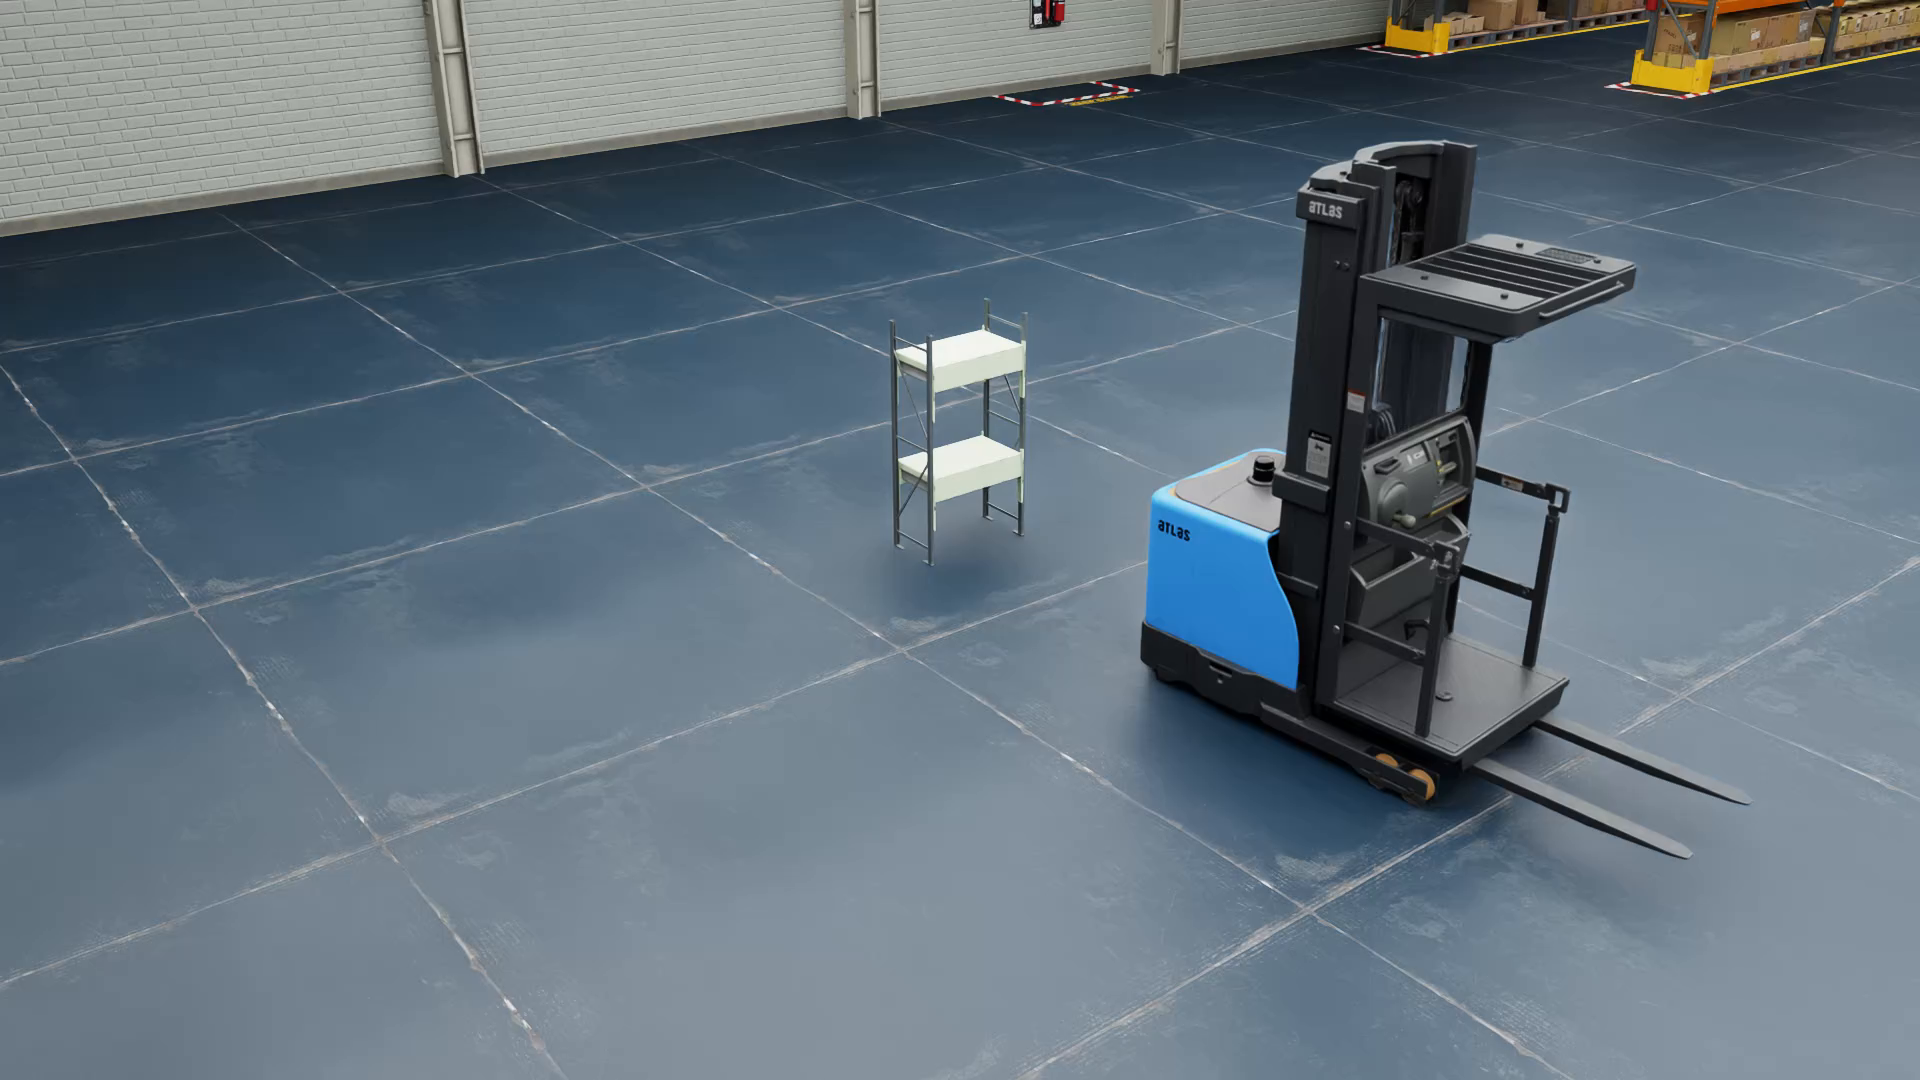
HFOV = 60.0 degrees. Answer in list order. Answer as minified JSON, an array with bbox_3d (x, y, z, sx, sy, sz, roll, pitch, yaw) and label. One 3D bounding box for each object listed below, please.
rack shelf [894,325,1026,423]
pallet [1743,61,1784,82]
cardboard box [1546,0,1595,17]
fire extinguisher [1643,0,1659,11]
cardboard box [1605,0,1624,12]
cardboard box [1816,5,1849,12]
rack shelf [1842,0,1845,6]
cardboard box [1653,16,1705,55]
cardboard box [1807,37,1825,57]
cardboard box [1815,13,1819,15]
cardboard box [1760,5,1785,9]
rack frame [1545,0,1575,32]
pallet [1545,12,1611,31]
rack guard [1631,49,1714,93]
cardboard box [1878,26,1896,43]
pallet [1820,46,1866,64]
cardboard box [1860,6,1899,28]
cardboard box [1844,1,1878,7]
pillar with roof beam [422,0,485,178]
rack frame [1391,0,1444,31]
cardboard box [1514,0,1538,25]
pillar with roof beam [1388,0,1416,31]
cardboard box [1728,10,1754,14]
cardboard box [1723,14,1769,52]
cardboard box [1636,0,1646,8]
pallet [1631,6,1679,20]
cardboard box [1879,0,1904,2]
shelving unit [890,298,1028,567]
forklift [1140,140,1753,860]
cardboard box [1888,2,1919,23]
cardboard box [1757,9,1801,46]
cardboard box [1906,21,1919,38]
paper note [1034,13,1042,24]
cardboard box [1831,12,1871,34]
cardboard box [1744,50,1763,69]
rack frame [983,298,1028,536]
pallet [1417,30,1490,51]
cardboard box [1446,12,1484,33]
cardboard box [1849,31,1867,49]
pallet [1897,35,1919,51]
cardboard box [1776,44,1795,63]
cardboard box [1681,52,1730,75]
[{"bbox_3d":[-0.005,-1.033,10.266,0.720,0.370,0.431,-18,31,-34],"label":"rack shelf"},{"bbox_3d":[12.642,-7.710,27.111,1.213,0.211,1.003,-18,31,-34],"label":"pallet"},{"bbox_3d":[11.764,-10.388,32.017,0.500,0.500,0.700,-17,30,-32],"label":"cardboard box"},{"bbox_3d":[10.727,-8.535,25.669,0.183,0.674,0.296,-18,31,-34],"label":"fire extinguisher"},{"bbox_3d":[12.566,-10.658,32.599,0.500,0.500,0.700,-18,30,-33],"label":"cardboard box"},{"bbox_3d":[15.196,-9.150,29.003,0.500,0.311,0.500,-18,31,-34],"label":"cardboard box"},{"bbox_3d":[15.828,-9.679,28.897,4.000,0.370,1.077,-18,31,-34],"label":"rack shelf"},{"bbox_3d":[11.345,-7.968,26.232,0.500,0.500,0.500,-18,31,-34],"label":"cardboard box"},{"bbox_3d":[14.025,-8.236,27.701,0.500,0.250,0.500,-18,31,-34],"label":"cardboard box"},{"bbox_3d":[14.396,-8.884,28.430,0.500,0.311,0.500,-18,31,-34],"label":"cardboard box"},{"bbox_3d":[13.308,-8.620,27.637,0.500,0.500,0.500,-18,31,-34],"label":"cardboard box"},{"bbox_3d":[11.195,-11.126,31.160,0.127,3.000,1.000,-18,31,-34],"label":"rack frame"},{"bbox_3d":[11.807,-10.064,32.183,1.213,0.211,1.003,-18,31,-34],"label":"pallet"},{"bbox_3d":[11.088,-7.307,25.900,0.348,0.500,1.175,-18,31,-34],"label":"rack guard"},{"bbox_3d":[15.935,-8.851,29.026,0.500,0.250,0.500,-18,30,-33],"label":"cardboard box"},{"bbox_3d":[14.810,-8.425,28.653,1.213,0.211,1.003,-18,31,-34],"label":"pallet"},{"bbox_3d":[15.943,-9.108,28.913,0.500,0.311,0.500,-17,30,-33],"label":"cardboard box"},{"bbox_3d":[15.998,-9.413,29.570,0.500,0.311,0.500,-19,31,-35],"label":"cardboard box"},{"bbox_3d":[-3.444,-7.174,15.519,0.400,9.000,9.100,-18,31,-34],"label":"pillar with roof beam"},{"bbox_3d":[8.047,-10.087,28.921,0.127,3.000,1.000,-18,31,-34],"label":"rack frame"},{"bbox_3d":[10.403,-9.909,30.984,0.500,0.500,0.500,-21,32,-38],"label":"cardboard box"},{"bbox_3d":[10.721,-11.850,25.594,0.400,9.000,9.100,-18,31,-34],"label":"pillar with roof beam"},{"bbox_3d":[12.517,-8.362,27.081,0.500,0.500,0.500,-18,31,-34],"label":"cardboard box"},{"bbox_3d":[12.444,-8.060,26.431,0.500,0.500,0.500,-18,31,-34],"label":"cardboard box"},{"bbox_3d":[13.331,-10.931,33.187,0.500,0.500,0.700,-18,31,-34],"label":"cardboard box"},{"bbox_3d":[13.727,-10.698,33.549,1.213,0.211,1.003,-18,31,-34],"label":"pallet"},{"bbox_3d":[16.809,-9.684,30.154,0.500,0.311,0.500,-17,30,-32],"label":"cardboard box"},{"bbox_3d":[-0.005,-0.679,10.431,0.755,1.500,0.431,-18,31,-34],"label":"shelving unit"},{"bbox_3d":[2.369,-0.300,7.914,1.130,2.935,3.031,-22,33,-38],"label":"forklift"},{"bbox_3d":[16.737,-9.368,29.473,0.500,0.311,0.500,-19,31,-35],"label":"cardboard box"},{"bbox_3d":[13.233,-8.319,26.989,0.500,0.500,0.500,-18,31,-34],"label":"cardboard box"},{"bbox_3d":[16.735,-9.116,29.596,0.500,0.250,0.500,-19,31,-35],"label":"cardboard box"},{"bbox_3d":[1.193,-7.945,25.351,0.142,0.148,0.016,-18,31,-34],"label":"paper note"},{"bbox_3d":[15.131,-8.837,28.328,0.500,0.311,0.500,-19,31,-35],"label":"cardboard box"},{"bbox_3d":[12.451,-7.716,26.581,0.500,0.250,0.500,-18,31,-34],"label":"cardboard box"},{"bbox_3d":[0.283,-0.774,10.635,0.023,1.500,0.400,-18,31,-34],"label":"rack frame"},{"bbox_3d":[8.768,-9.041,29.980,1.213,0.211,1.003,-18,31,-34],"label":"pallet"},{"bbox_3d":[9.096,-9.365,30.036,0.500,0.311,0.500,-15,29,-30],"label":"cardboard box"},{"bbox_3d":[15.128,-8.584,28.450,0.500,0.250,0.500,-17,30,-33],"label":"cardboard box"},{"bbox_3d":[16.730,-9.059,30.019,1.213,0.211,1.003,-18,31,-34],"label":"pallet"},{"bbox_3d":[13.241,-7.975,27.138,0.500,0.250,0.500,-18,31,-34],"label":"cardboard box"},{"bbox_3d":[11.666,-7.456,26.019,0.500,0.250,0.500,-18,31,-34],"label":"cardboard box"}]
